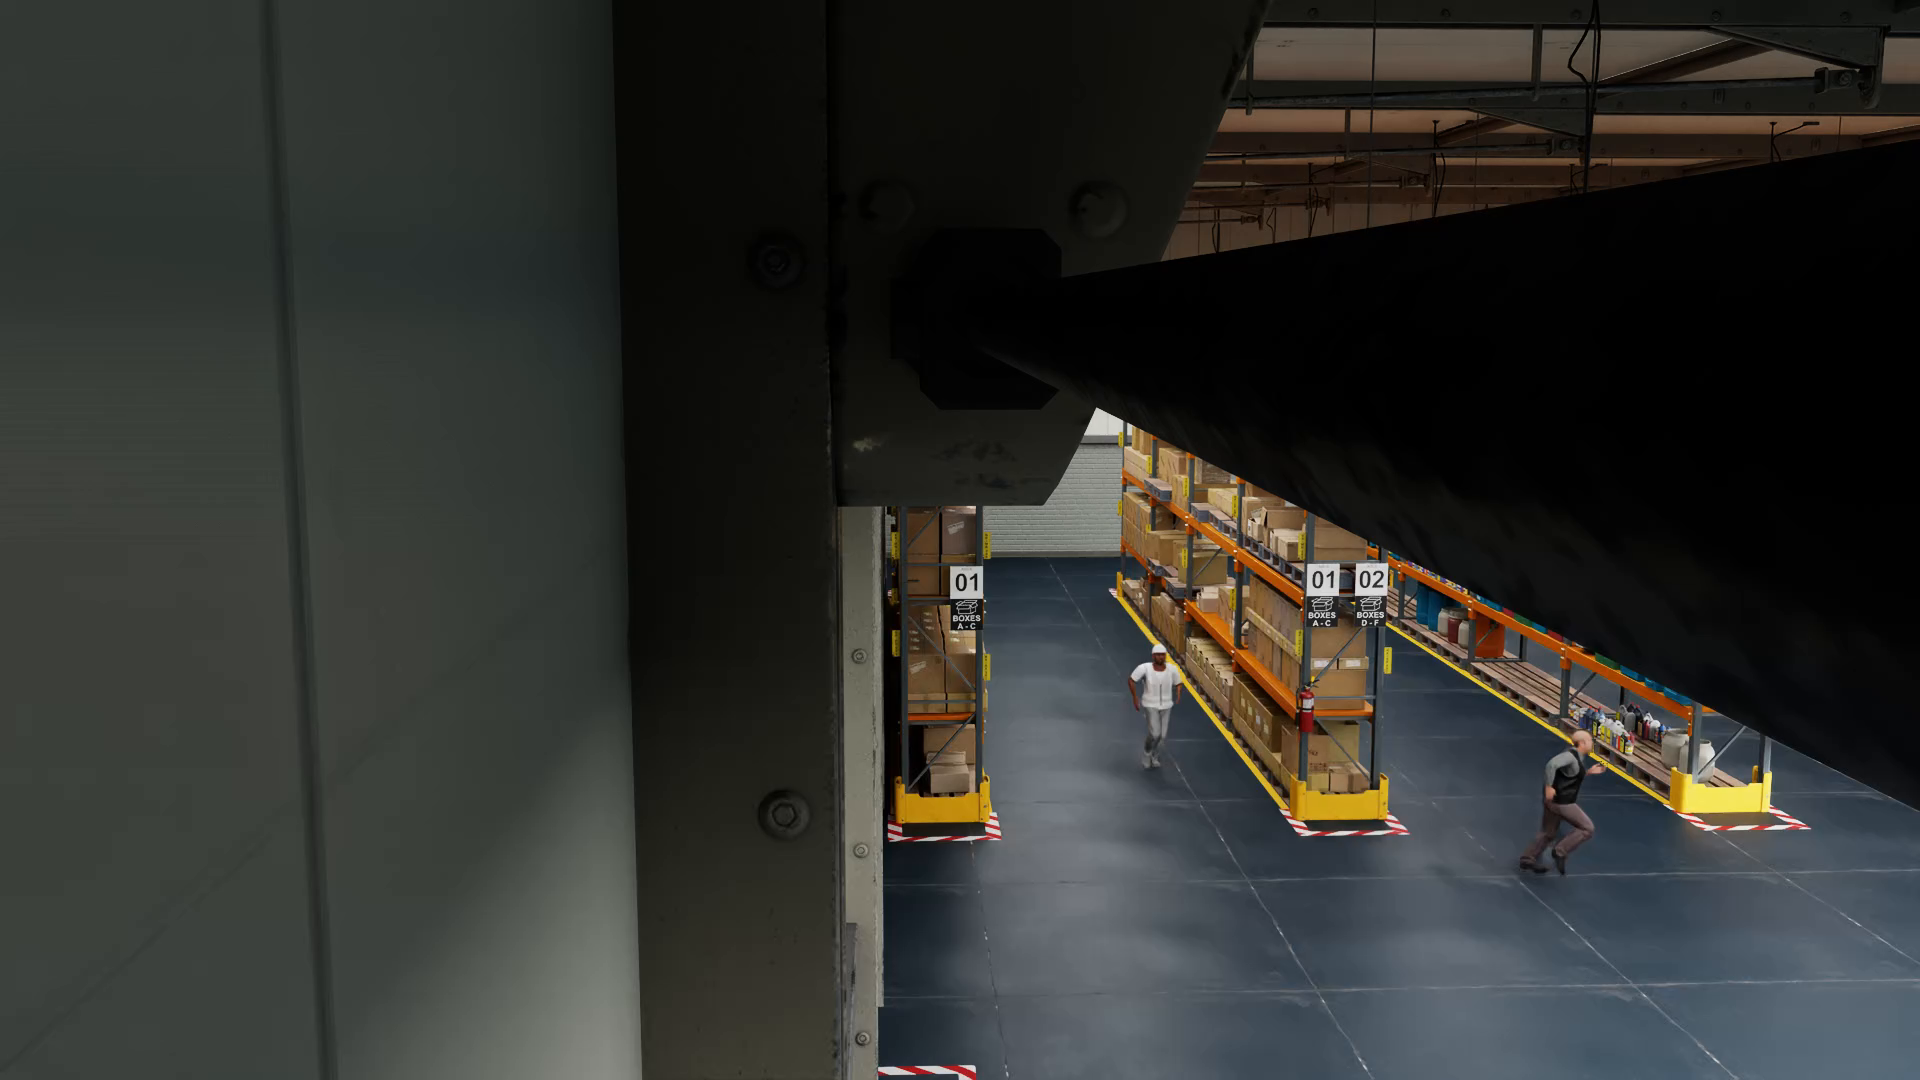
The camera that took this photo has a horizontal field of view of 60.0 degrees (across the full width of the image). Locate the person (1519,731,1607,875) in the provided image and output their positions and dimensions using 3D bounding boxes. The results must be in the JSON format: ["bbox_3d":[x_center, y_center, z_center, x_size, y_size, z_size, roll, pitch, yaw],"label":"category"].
[{"bbox_3d":[6.692,2.913,18.448,0.880,1.647,0.644,2,8,13],"label":"person"}]

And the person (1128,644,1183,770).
[{"bbox_3d":[2.699,2.270,22.556,0.699,1.740,0.640,-2,8,-13],"label":"person"}]
